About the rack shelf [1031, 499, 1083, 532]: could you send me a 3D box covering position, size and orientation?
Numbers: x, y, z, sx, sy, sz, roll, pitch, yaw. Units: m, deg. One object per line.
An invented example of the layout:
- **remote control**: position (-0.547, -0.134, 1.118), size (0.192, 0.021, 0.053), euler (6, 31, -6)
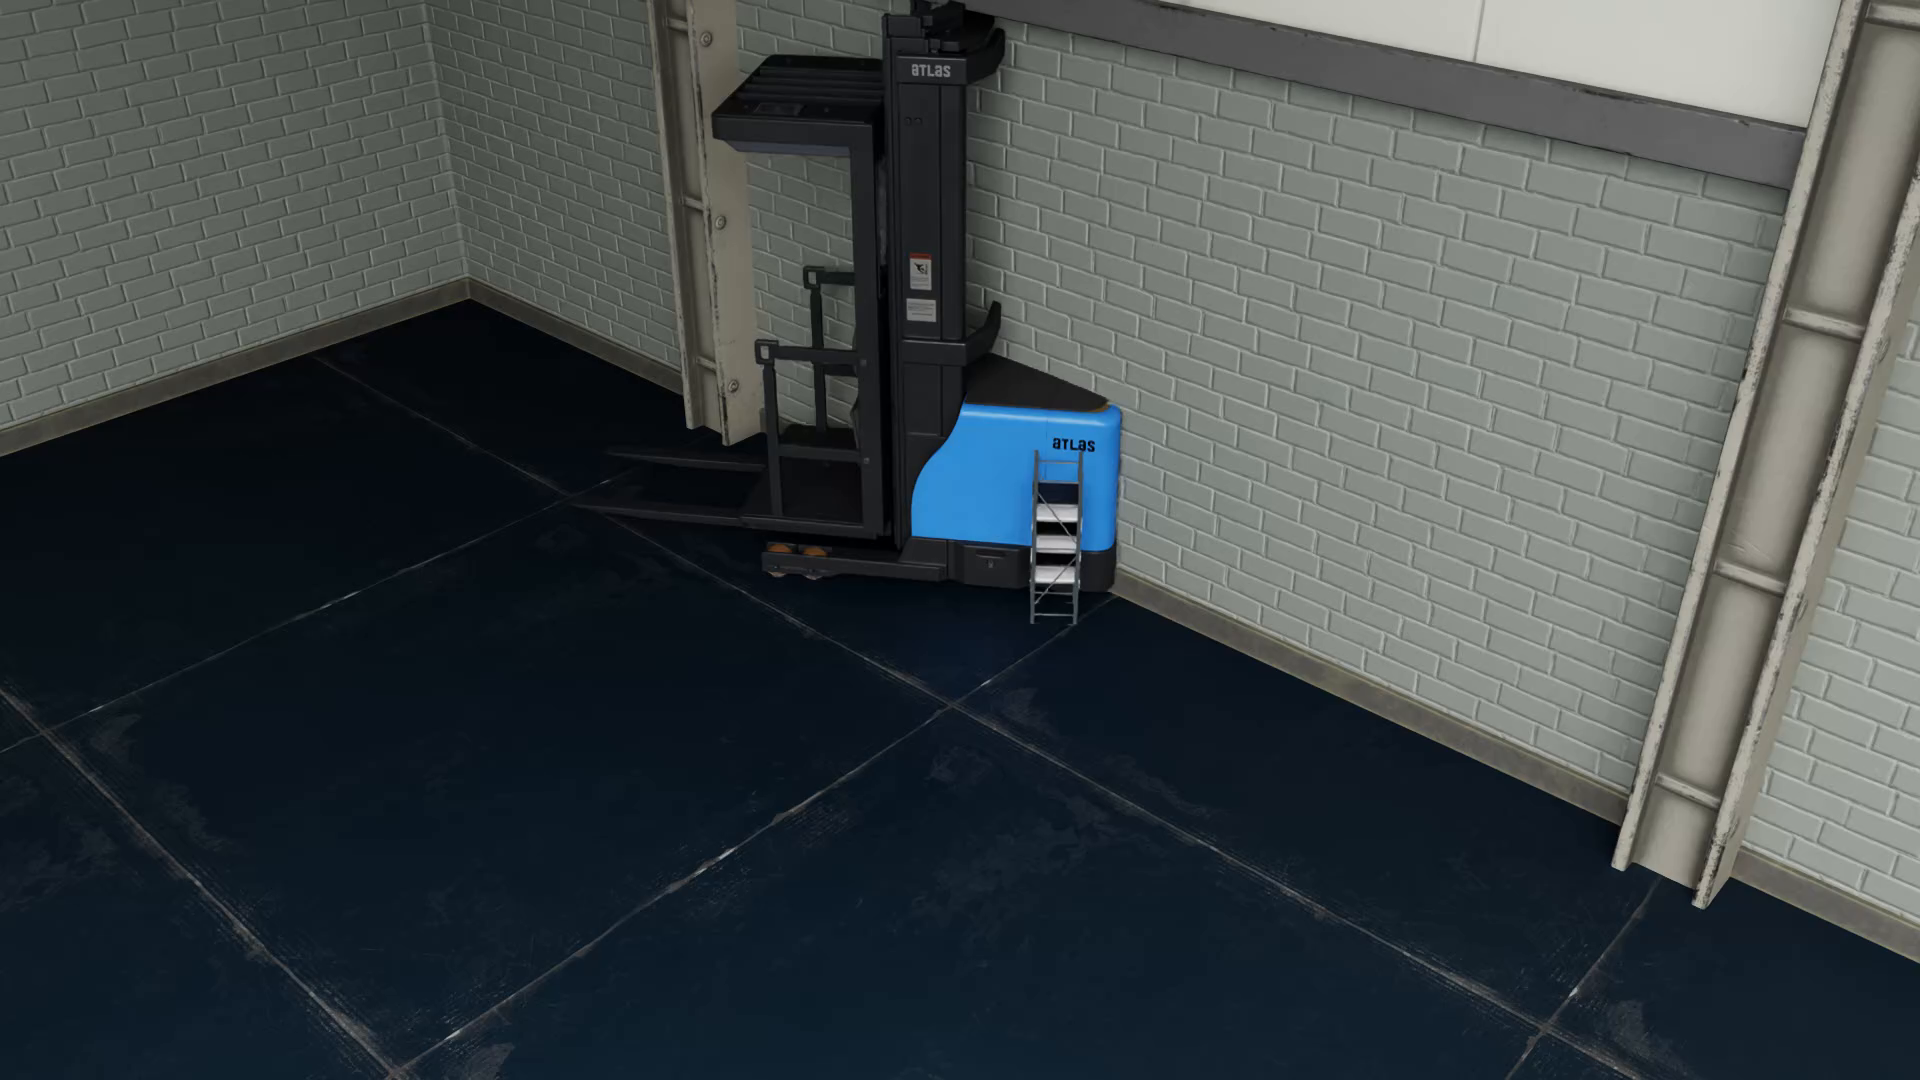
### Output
- **rack shelf**: position (0.485, -0.129, 8.307), size (0.258, 0.077, 0.200), euler (2, 31, 3)

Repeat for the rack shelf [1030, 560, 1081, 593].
- **rack shelf**: position (0.485, 0.179, 8.493), size (0.258, 0.077, 0.200), euler (2, 31, 3)

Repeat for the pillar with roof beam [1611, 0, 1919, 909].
- **pillar with roof beam**: position (0.090, -0.833, 1.909), size (0.400, 9.000, 9.100), euler (25, 39, 35)

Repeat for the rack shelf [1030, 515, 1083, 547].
- **rack shelf**: position (0.485, -0.052, 8.354), size (0.258, 0.077, 0.200), euler (2, 31, 3)

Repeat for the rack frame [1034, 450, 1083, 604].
- **rack frame**: position (0.490, -0.056, 8.470), size (0.240, 0.900, 0.006), euler (2, 31, 3)

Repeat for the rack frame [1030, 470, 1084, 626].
- **rack frame**: position (0.479, 0.049, 8.296), size (0.240, 0.900, 0.006), euler (2, 31, 3)

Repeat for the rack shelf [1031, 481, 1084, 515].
- **rack shelf**: position (0.485, -0.206, 8.261), size (0.258, 0.077, 0.200), euler (2, 31, 3)

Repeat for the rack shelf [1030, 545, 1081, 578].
- **rack shelf**: position (0.485, 0.102, 8.447), size (0.258, 0.077, 0.200), euler (2, 31, 3)

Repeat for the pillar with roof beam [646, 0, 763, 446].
- **pillar with roof beam**: position (-4.358, -2.910, 5.358), size (0.400, 9.000, 9.100), euler (25, 39, 35)

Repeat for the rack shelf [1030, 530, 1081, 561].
- **rack shelf**: position (0.485, 0.025, 8.400), size (0.258, 0.077, 0.200), euler (2, 31, 3)

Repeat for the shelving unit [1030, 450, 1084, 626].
- **shelving unit**: position (0.485, -0.003, 8.383), size (0.258, 0.900, 0.210), euler (2, 31, 3)

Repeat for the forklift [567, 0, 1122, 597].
- **forklift**: position (-0.616, -1.309, 8.583), size (3.031, 2.935, 1.130), euler (5, 31, 8)
